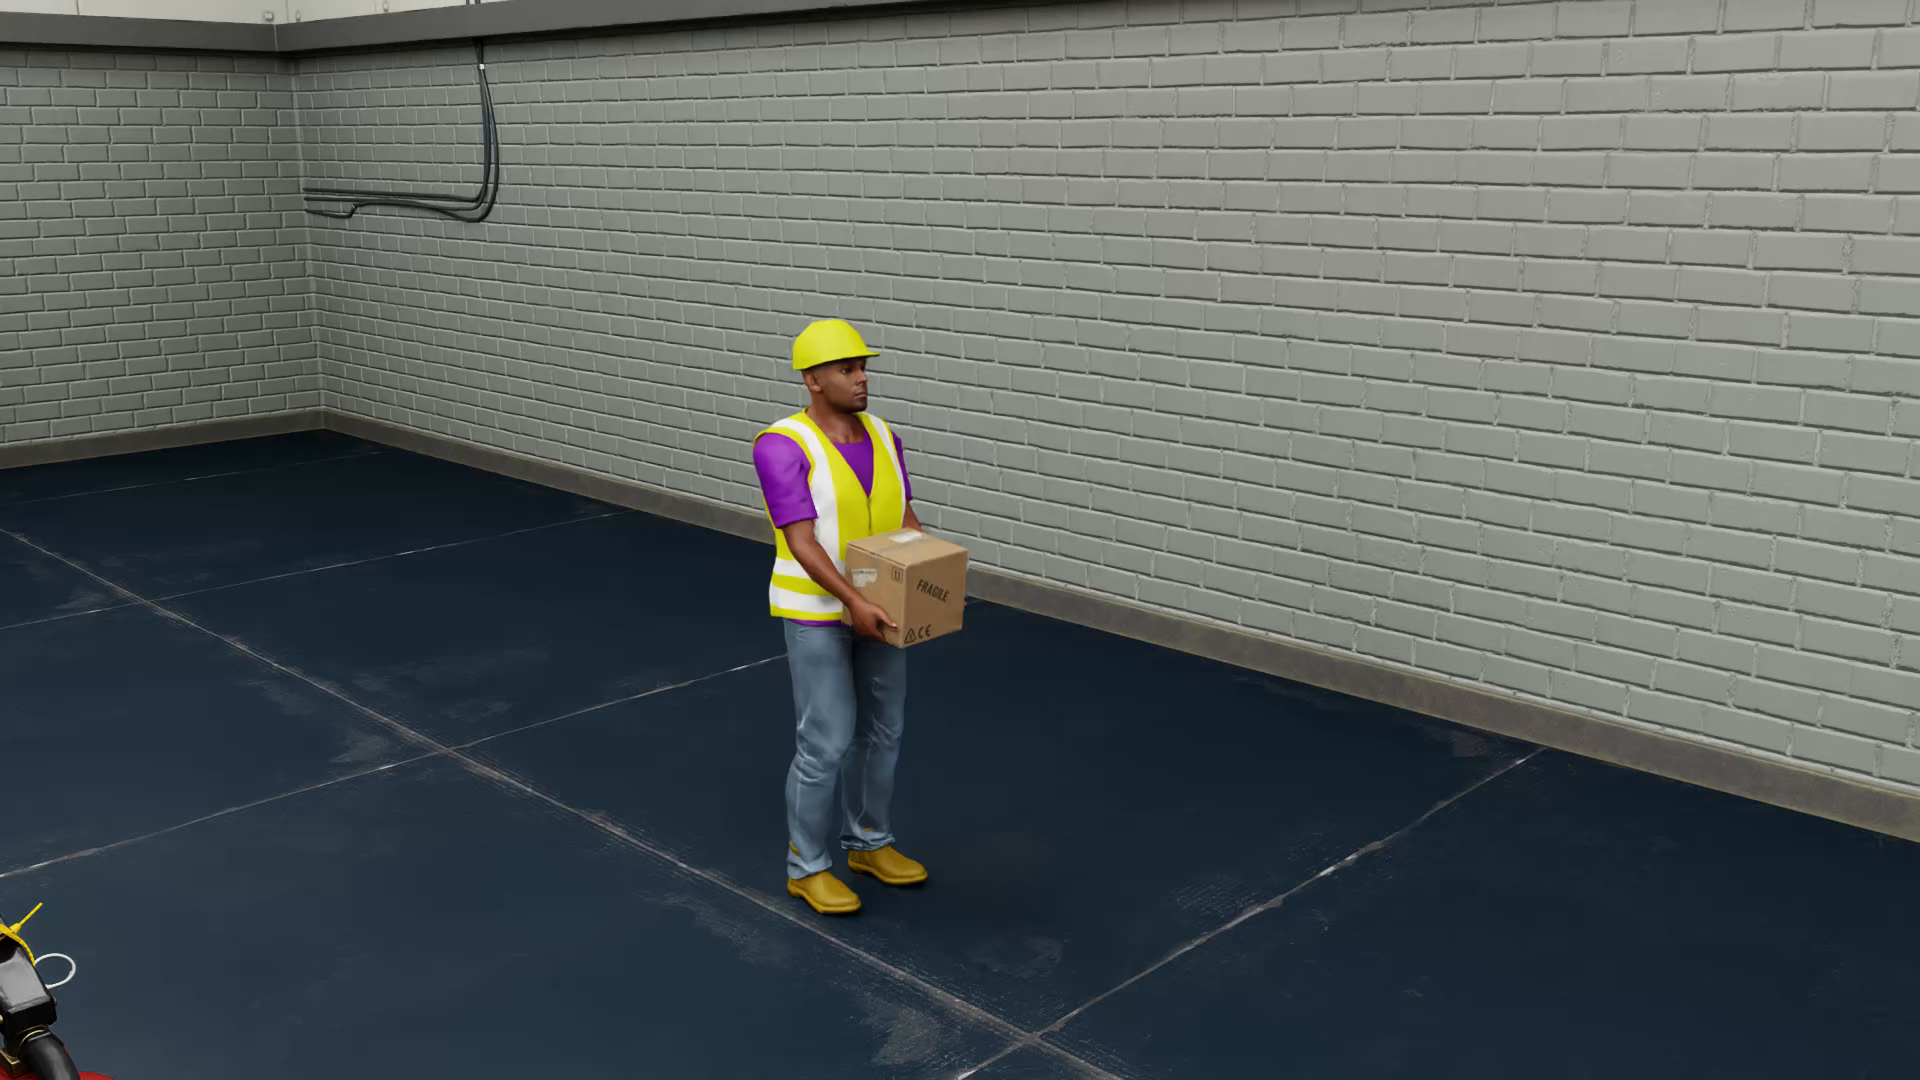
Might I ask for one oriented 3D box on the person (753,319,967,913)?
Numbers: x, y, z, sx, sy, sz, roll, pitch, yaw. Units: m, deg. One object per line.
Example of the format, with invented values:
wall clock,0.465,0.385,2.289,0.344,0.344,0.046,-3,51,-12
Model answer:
person,-0.283,0.237,4.968,0.573,1.767,0.521,13,19,42
